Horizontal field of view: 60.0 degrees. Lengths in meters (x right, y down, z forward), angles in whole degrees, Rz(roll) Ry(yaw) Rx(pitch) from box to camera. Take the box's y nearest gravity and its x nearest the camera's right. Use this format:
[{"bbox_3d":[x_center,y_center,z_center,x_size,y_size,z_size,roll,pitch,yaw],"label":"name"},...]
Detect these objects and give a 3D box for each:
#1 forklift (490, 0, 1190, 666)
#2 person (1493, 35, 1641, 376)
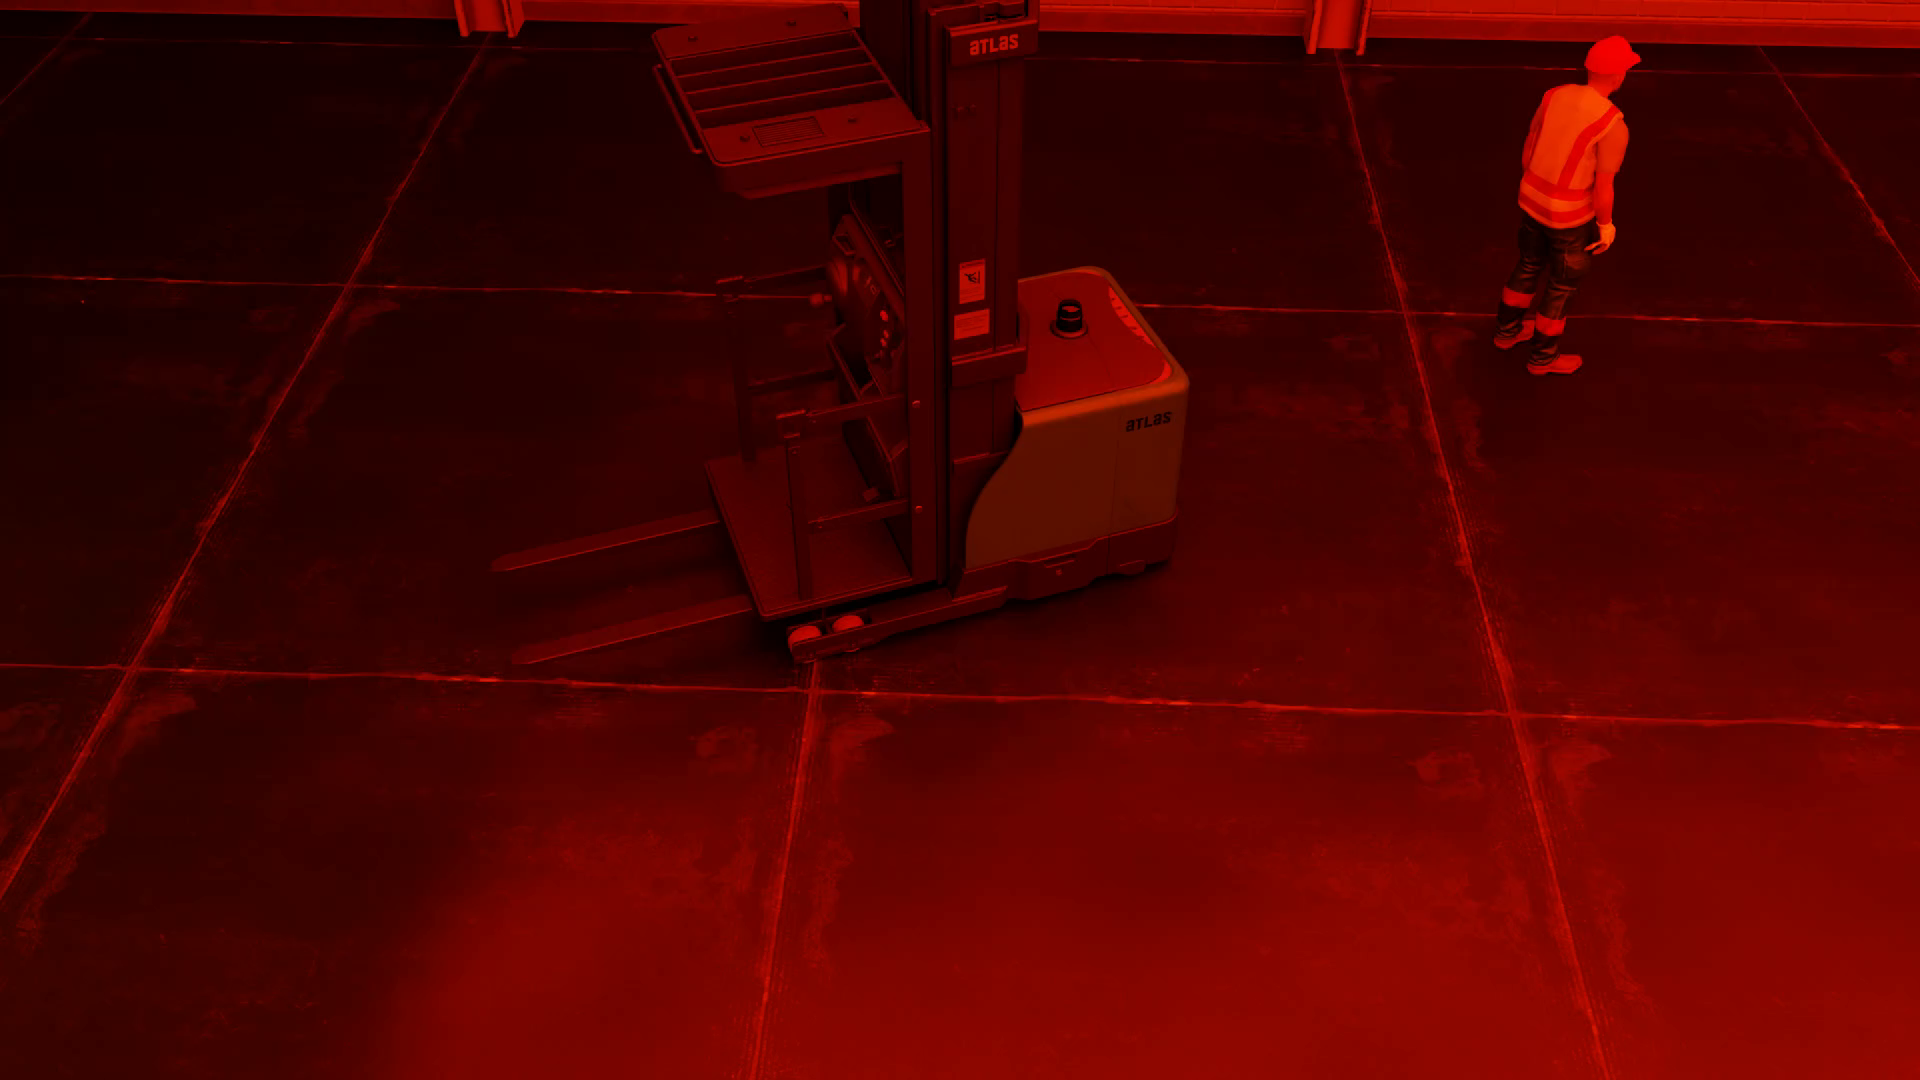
[{"bbox_3d":[-0.573,-0.945,6.778,3.031,2.935,1.130,-13,44,-14],"label":"forklift"},{"bbox_3d":[3.070,-1.693,8.452,0.445,1.781,0.622,-19,46,-20],"label":"person"}]
